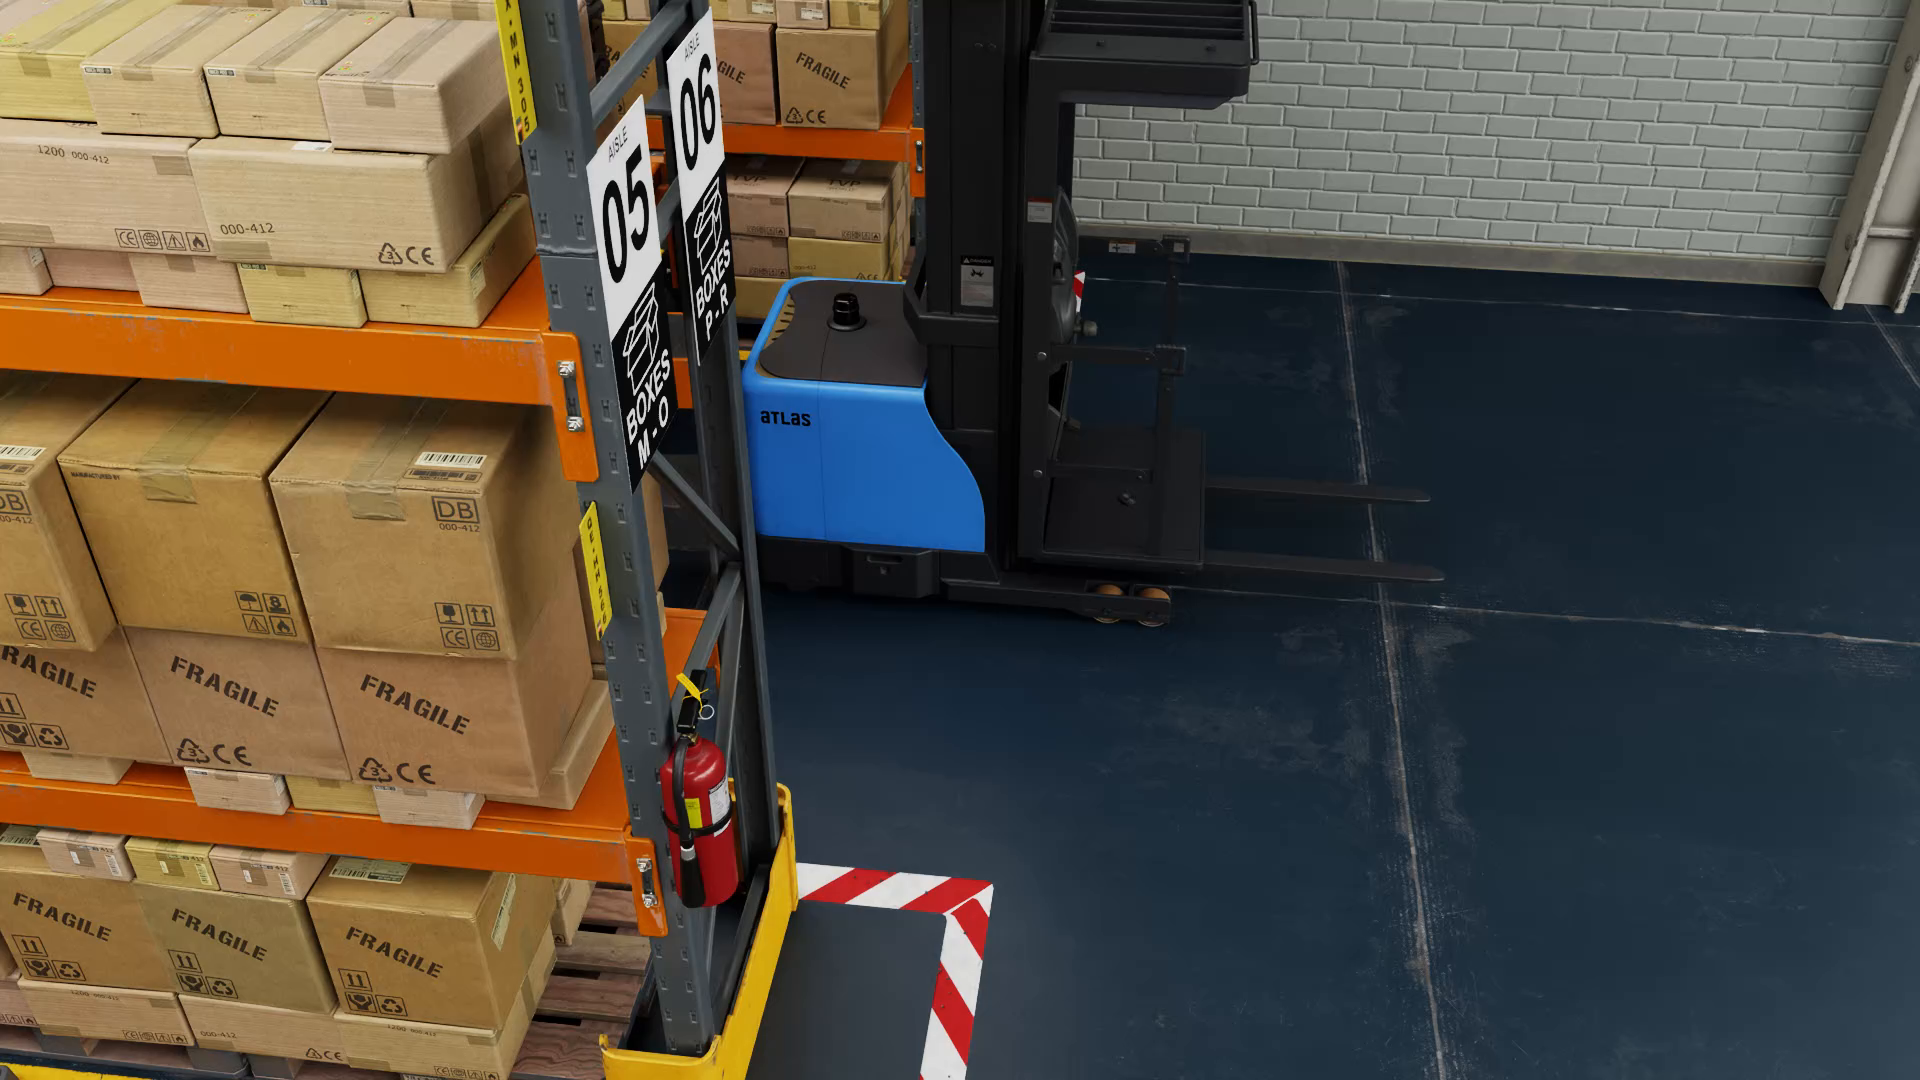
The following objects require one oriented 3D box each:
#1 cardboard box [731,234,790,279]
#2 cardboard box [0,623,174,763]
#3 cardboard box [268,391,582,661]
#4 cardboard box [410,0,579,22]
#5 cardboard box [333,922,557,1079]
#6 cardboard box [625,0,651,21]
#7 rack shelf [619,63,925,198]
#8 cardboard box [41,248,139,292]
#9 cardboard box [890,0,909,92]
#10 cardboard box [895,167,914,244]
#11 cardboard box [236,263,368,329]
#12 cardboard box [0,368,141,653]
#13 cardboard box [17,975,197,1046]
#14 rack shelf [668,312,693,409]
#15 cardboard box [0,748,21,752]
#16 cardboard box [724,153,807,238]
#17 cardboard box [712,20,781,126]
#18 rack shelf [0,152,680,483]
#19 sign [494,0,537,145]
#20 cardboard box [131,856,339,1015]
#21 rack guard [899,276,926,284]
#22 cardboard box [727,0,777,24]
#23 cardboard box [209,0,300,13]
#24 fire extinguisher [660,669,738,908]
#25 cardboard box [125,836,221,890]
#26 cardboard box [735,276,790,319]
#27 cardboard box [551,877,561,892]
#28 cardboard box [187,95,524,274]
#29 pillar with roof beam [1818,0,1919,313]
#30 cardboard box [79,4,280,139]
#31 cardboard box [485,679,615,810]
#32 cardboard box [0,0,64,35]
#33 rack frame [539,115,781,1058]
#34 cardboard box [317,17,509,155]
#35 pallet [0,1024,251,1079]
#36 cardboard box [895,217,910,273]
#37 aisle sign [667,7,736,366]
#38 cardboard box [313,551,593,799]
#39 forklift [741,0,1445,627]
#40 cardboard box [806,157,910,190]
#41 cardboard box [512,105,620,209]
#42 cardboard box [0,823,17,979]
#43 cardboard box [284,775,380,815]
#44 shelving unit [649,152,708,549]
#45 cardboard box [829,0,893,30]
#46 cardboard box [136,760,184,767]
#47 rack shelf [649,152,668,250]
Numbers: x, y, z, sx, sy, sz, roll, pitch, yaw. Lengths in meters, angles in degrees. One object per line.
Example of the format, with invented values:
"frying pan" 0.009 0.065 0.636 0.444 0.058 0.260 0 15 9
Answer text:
"cardboard box" -1.130 -1.660 9.068 0.500 0.250 0.500 4 36 5
"cardboard box" -2.305 0.233 4.499 0.500 0.500 0.500 4 36 6
"cardboard box" -1.274 -0.126 4.141 0.500 0.500 0.700 3 36 5
"cardboard box" -1.066 -1.232 3.842 0.250 0.149 0.380 4 36 6
"cardboard box" -1.599 1.397 5.216 0.500 0.250 0.500 4 36 6
"cardboard box" -1.513 -2.748 8.374 0.250 0.149 0.380 3 36 4
"rack shelf" -2.095 -2.360 9.094 4.000 0.370 1.077 4 36 6
"cardboard box" -1.882 -0.725 3.818 0.250 0.149 0.380 5 36 6
"cardboard box" -0.567 -2.743 8.925 0.500 0.500 0.500 5 36 7
"cardboard box" -0.551 -1.915 9.426 0.500 0.250 0.500 5 36 7
"cardboard box" -1.380 -0.628 3.682 0.250 0.149 0.380 5 36 6
"cardboard box" -2.294 -0.146 4.169 0.500 0.500 0.700 4 36 5
"cardboard box" -2.608 1.320 5.324 0.500 0.250 0.500 3 36 4
"rack shelf" -1.199 -0.647 6.869 0.480 0.518 0.431 1 36 0
"cardboard box" -2.651 0.429 4.784 0.250 0.149 0.380 4 36 6
"cardboard box" -1.115 -1.853 8.909 0.500 0.250 0.500 5 36 7
"cardboard box" -1.146 -2.475 8.549 0.500 0.500 0.500 5 36 7
"rack shelf" -2.723 -0.721 4.215 4.000 0.370 1.077 4 36 6
"sign" -0.830 -0.908 3.096 0.005 0.325 0.100 4 36 6
"cardboard box" -2.085 1.052 5.053 0.500 0.500 0.500 6 36 8
"rack guard" -0.087 -1.486 9.402 0.348 0.500 1.175 4 36 6
"cardboard box" -0.997 -2.730 8.349 0.250 0.149 0.380 5 36 7
"cardboard box" -1.558 -1.295 3.931 0.250 0.149 0.380 4 36 6
"fire extinguisher" -0.685 0.661 4.309 0.183 0.674 0.296 4 36 6
"cardboard box" -2.189 0.816 4.826 0.250 0.149 0.380 5 36 7
"cardboard box" -1.109 -1.452 9.208 0.500 0.250 0.500 4 36 6
"cardboard box" -1.528 0.778 5.438 0.500 0.500 0.500 3 36 4
"cardboard box" -1.281 -0.808 3.592 0.500 0.250 0.500 4 36 5
"pillar with roof beam" 4.716 -2.593 3.638 0.400 9.000 9.100 4 36 6
"cardboard box" -1.619 -0.993 3.506 0.250 0.149 0.380 4 36 5
"cardboard box" -1.138 0.553 4.609 0.250 0.149 0.380 5 36 8
"cardboard box" -2.106 -1.063 3.605 0.250 0.149 0.380 4 36 6
"rack frame" -0.740 0.355 4.670 0.127 3.000 1.000 4 36 6
"cardboard box" -1.113 -0.943 3.437 0.250 0.149 0.380 5 36 6
"pallet" -2.823 1.312 5.730 1.213 0.211 1.003 4 36 6
"cardboard box" -0.573 -1.706 9.564 0.500 0.250 0.500 4 36 6
"aisle sign" -0.639 -0.877 4.159 0.004 0.787 0.394 4 36 6
"cardboard box" -1.313 0.312 4.389 0.500 0.500 0.500 4 36 5
"forklift" 0.619 -1.147 6.834 3.031 2.935 1.130 4 36 6
"cardboard box" -0.564 -2.109 9.267 0.500 0.250 0.500 4 36 5
"cardboard box" -1.027 -0.975 4.168 0.250 0.149 0.380 4 36 6
"cardboard box" -3.110 0.974 5.164 0.500 0.500 0.500 6 36 8
"cardboard box" -1.655 0.567 4.590 0.250 0.149 0.380 4 36 5
"shelving unit" -1.199 -0.658 6.861 0.503 2.100 0.431 1 36 0
"cardboard box" -0.491 -2.674 8.270 0.250 0.149 0.380 5 36 7
"cardboard box" -2.150 0.465 4.732 0.250 0.149 0.380 5 36 7
"rack shelf" -1.193 -1.217 6.462 0.480 0.518 0.431 1 36 0
